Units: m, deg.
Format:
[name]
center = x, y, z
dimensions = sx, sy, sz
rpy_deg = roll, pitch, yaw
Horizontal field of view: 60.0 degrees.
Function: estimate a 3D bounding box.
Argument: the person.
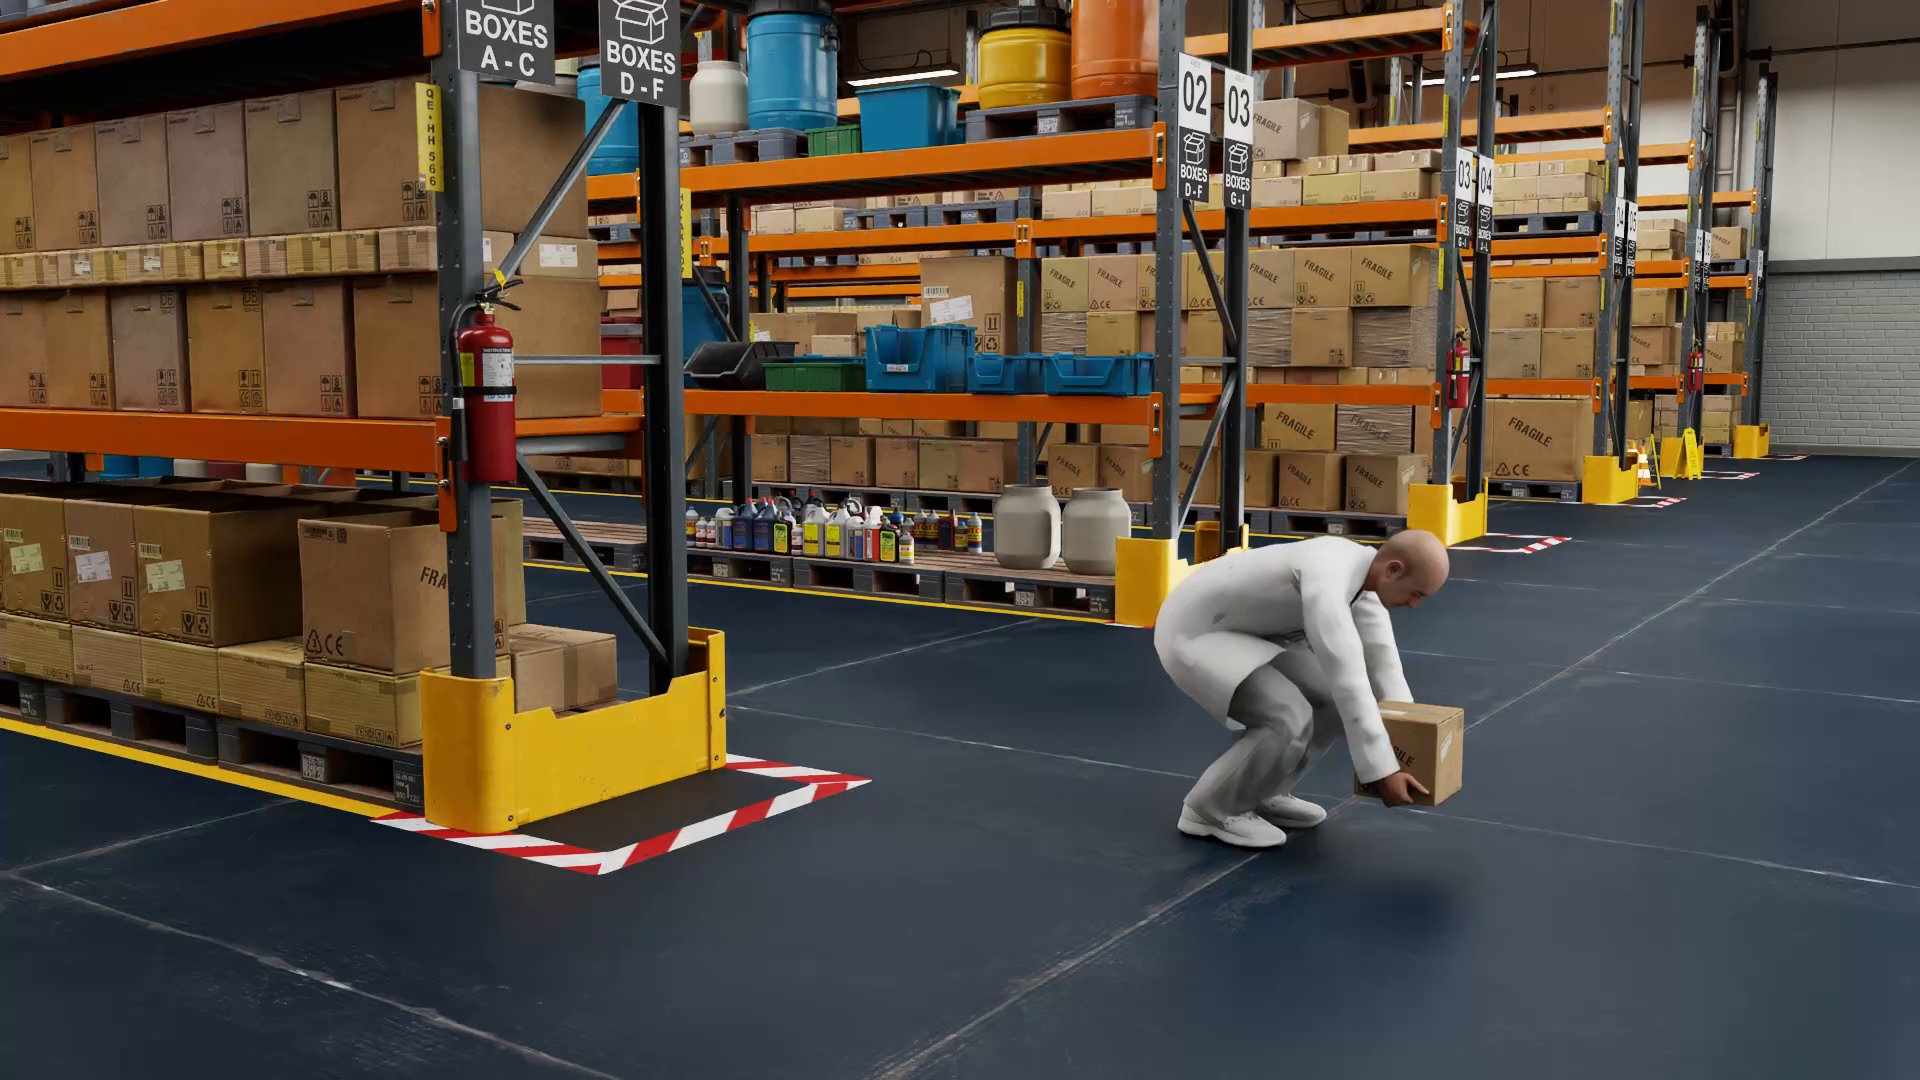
[person]
center = 1.062, 0.465, 5.220
dimensions = 0.938, 0.971, 0.591
rpy_deg = 4, 7, 32
